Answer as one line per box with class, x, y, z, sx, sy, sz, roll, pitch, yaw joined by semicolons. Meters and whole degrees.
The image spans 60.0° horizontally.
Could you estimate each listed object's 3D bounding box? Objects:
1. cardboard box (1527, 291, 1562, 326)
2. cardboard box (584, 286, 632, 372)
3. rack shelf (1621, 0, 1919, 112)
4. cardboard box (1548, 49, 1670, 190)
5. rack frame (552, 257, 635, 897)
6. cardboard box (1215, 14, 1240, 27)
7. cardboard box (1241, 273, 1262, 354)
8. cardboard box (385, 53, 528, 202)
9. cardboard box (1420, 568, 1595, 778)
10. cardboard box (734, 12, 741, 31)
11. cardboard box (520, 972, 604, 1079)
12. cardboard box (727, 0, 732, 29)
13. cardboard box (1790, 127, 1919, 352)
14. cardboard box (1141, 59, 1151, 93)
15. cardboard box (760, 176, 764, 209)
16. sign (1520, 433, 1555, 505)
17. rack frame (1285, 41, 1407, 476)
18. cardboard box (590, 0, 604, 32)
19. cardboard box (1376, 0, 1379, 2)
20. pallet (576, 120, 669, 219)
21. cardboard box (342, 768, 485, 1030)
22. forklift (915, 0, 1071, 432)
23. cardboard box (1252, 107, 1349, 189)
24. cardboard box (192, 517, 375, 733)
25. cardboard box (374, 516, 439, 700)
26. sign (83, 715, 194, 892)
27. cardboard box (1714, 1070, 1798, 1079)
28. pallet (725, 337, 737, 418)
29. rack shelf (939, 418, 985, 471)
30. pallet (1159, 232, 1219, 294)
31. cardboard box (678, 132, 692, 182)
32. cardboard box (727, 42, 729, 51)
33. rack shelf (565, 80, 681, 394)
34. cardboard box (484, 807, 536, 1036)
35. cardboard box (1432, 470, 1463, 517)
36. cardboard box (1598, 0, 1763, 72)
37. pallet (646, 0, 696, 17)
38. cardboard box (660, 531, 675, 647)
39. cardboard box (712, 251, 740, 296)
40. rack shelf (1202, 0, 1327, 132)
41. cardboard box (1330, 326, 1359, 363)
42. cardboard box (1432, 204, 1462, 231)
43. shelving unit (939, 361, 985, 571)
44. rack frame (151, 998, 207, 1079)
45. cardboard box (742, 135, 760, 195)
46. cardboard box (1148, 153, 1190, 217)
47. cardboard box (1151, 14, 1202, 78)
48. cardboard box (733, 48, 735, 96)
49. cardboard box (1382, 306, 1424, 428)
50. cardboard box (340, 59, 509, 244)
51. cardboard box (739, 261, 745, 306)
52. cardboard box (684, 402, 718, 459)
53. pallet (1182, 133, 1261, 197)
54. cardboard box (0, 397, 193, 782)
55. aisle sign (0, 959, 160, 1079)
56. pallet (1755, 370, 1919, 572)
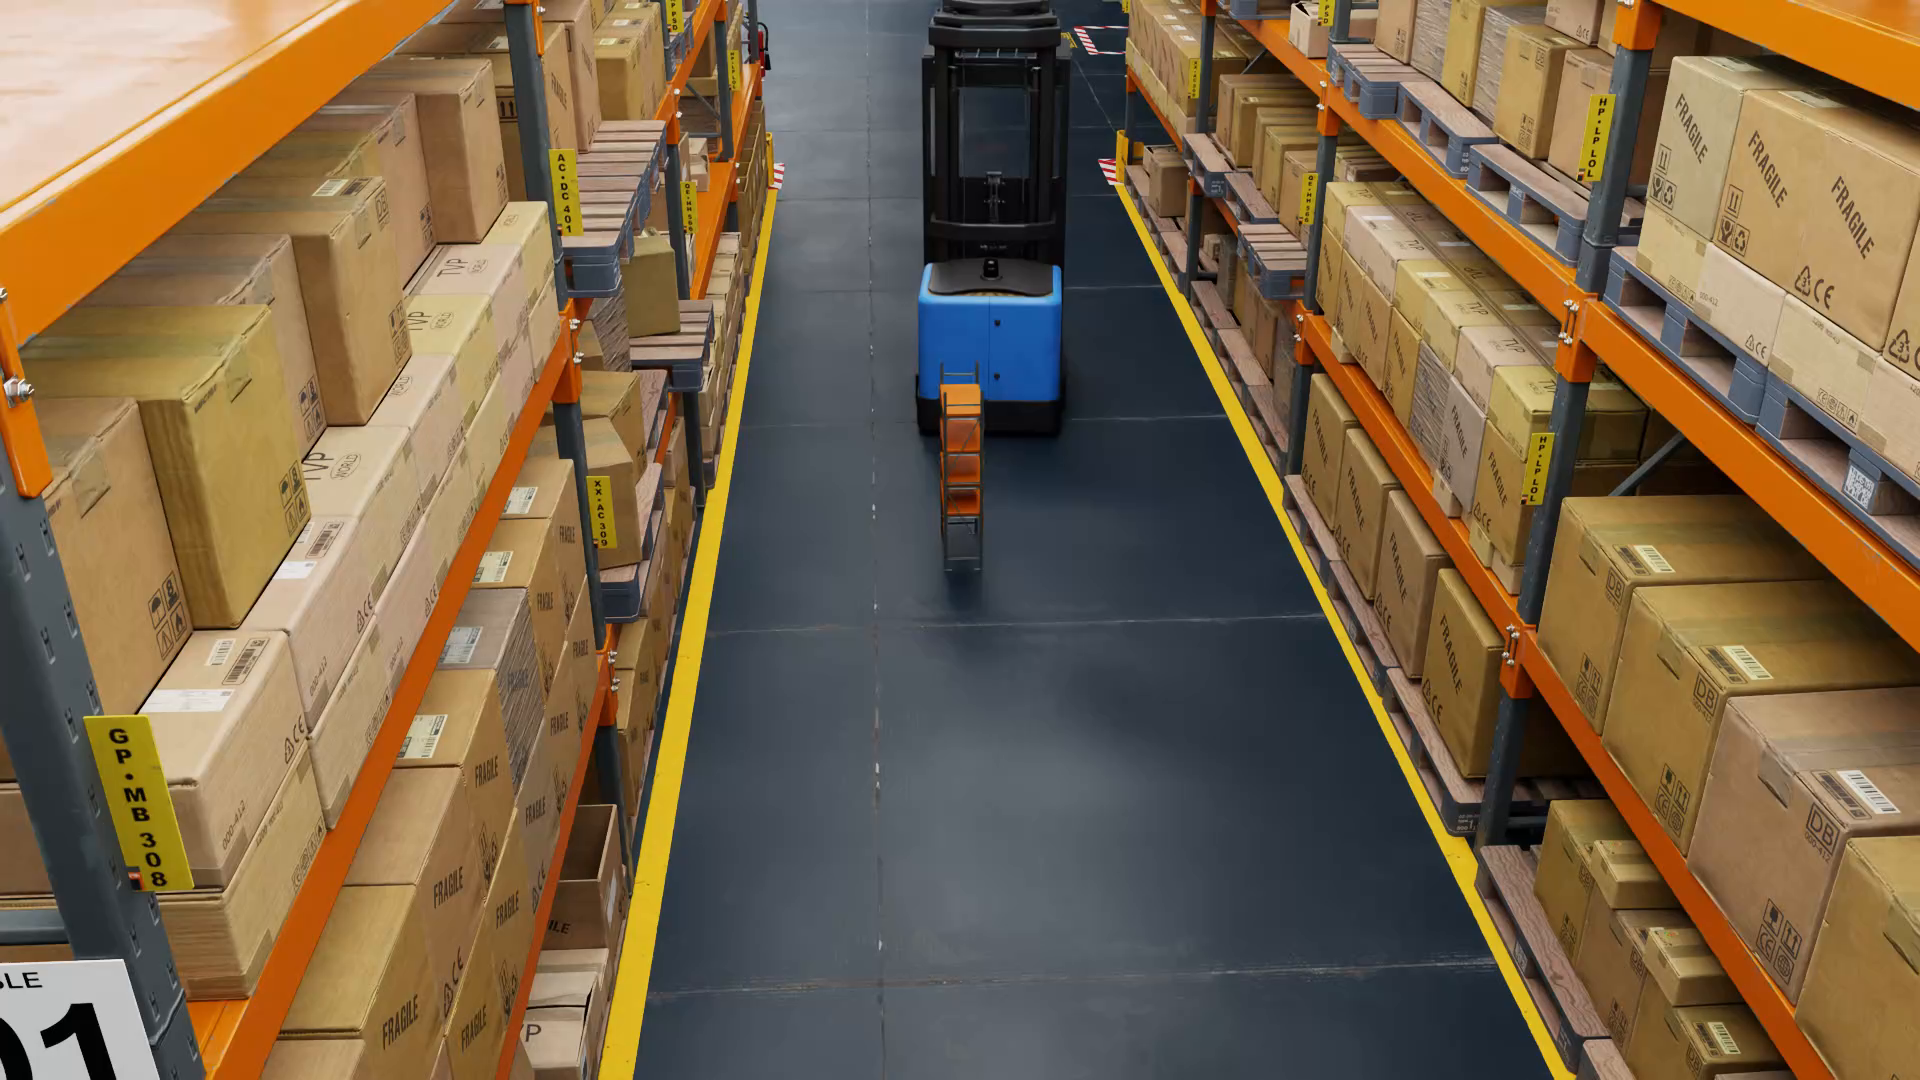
cardboard box;3.112;-1.041;8.241;0.500;0.250;0.500;-2;28;-4
cardboard box;-2.212;-1.074;9.003;0.700;0.500;0.500;4;28;7
rack shelf;3.045;-1.072;4.285;1.077;0.370;4.000;-1;28;-3
cardboard box;3.005;-1.811;7.150;0.700;0.500;0.500;-3;28;-5
rack frame;-2.006;0.289;6.952;1.000;3.000;0.127;-1;28;-3
cardboard box;2.625;-4.732;15.910;0.500;0.500;0.500;-1;28;-2
cardboard box;2.641;-1.800;13.185;0.700;0.500;0.500;-1;28;-2
cardboard box;-1.959;-1.550;6.565;0.600;0.600;0.600;-4;28;-8
cardboard box;2.777;0.638;8.154;0.750;0.750;0.750;-1;28;-2
cardboard box;-2.394;-5.174;16.617;0.380;0.149;0.250;-2;28;-3
cardboard box;-1.654;1.889;6.317;0.500;0.311;0.500;-1;28;-3
cardboard box;-2.558;-5.156;15.882;0.700;0.500;0.500;-1;28;-2
cardboard box;2.762;-0.858;4.696;0.500;0.500;0.500;-1;28;-2
cardboard box;2.085;-4.608;16.483;0.500;0.250;0.500;-2;28;-3
cardboard box;-2.243;-3.518;16.770;0.500;0.250;0.500;-1;28;-3
sign;2.399;-0.293;6.902;0.100;0.325;0.005;-1;28;-3
rack frame;2.732;-1.680;10.726;1.000;3.000;0.127;-1;28;-3
cardboard box;-2.172;-2.939;8.708;0.500;0.500;0.500;-1;28;-3
cardboard box;2.924;-3.401;10.653;0.500;0.500;0.500;-1;28;-3
pallet;-2.027;-1.739;7.801;1.213;0.211;1.003;-1;28;-3
cardboard box;-1.613;0.965;4.467;0.500;0.500;0.500;-1;28;-2
forklift;0.275;-2.730;12.815;1.130;2.935;3.031;1;28;2
cardboard box;2.603;-2.969;12.614;0.700;0.500;0.500;2;28;4
cardboard box;-1.583;0.177;3.546;0.500;0.250;0.500;-1;28;-3
cardboard box;-1.611;0.167;4.104;0.500;0.250;0.500;-1;28;-3
sign;-1.255;0.406;2.540;0.100;0.325;0.005;-1;28;-3
cardboard box;2.960;2.153;5.627;0.700;0.500;0.500;-2;28;-4
pallet;-2.279;-1.265;12.947;1.003;0.211;1.213;-1;28;-3
rack shelf;0.009;-0.594;10.254;0.258;0.148;0.480;-1;28;-3
pallet;2.453;-2.600;15.506;1.003;0.211;1.213;-1;28;-3
cardboard box;-2.372;-2.851;12.865;0.500;0.500;0.500;1;28;1
cardboard box;-2.316;-4.461;15.250;0.380;0.149;0.250;-2;28;-4
rack shelf;-2.110;-1.646;8.196;1.077;0.370;4.000;-1;28;-3
cardboard box;-1.637;1.180;5.136;0.500;0.500;0.500;-1;28;-2
cardboard box;2.563;-0.236;8.209;0.380;0.149;0.250;-1;28;-3
cardboard box;3.026;-2.144;6.978;0.500;0.250;0.500;1;28;1
pallet;-2.401;-3.632;11.431;1.003;0.211;1.213;0;28;0
cardboard box;-1.871;0.263;9.230;0.500;0.500;0.500;-2;28;-5
cardboard box;-2.083;-2.201;13.639;0.500;0.311;0.500;-1;28;-1
rack shelf;2.627;-3.614;11.970;1.077;0.370;4.000;-1;28;-3
cardboard box;2.452;-1.178;10.015;0.380;0.149;0.250;-1;28;-1
cardboard box;3.038;-1.755;9.608;0.500;0.250;0.500;-2;28;-4
shelving unit;0.009;-0.456;10.326;0.258;1.200;0.503;-1;28;-3
rack frame;-1.797;2.136;3.410;1.000;3.000;0.127;-1;28;-3
cardboard box;-2.216;-3.619;16.154;0.500;0.500;0.500;-1;28;-3
cardboard box;2.279;-3.536;16.513;0.700;0.500;0.500;-3;28;-6
cardboard box;2.114;-4.716;15.878;0.500;0.500;0.500;-1;28;-1
cardboard box;-2.569;-4.609;16.236;0.700;0.500;0.500;-1;28;-2
cardboard box;2.580;-0.923;8.824;0.500;0.500;0.500;-1;28;-1
cardboard box;-1.942;-1.305;5.575;0.700;0.500;0.500;-1;28;-3
cardboard box;-2.113;-2.188;14.221;0.500;0.250;0.500;-2;28;-3
cardboard box;-1.949;-0.774;11.510;0.500;0.250;0.500;-1;28;-3
pallet;2.418;-3.085;13.629;1.003;0.211;1.213;-1;28;-3
cardboard box;-1.840;0.082;2.916;0.700;0.500;0.500;-1;28;-3
aisle sign;-1.500;1.008;2.762;0.394;0.787;0.004;-1;28;-3
pallet;3.034;-0.183;4.709;1.003;0.211;1.213;-1;28;-3
